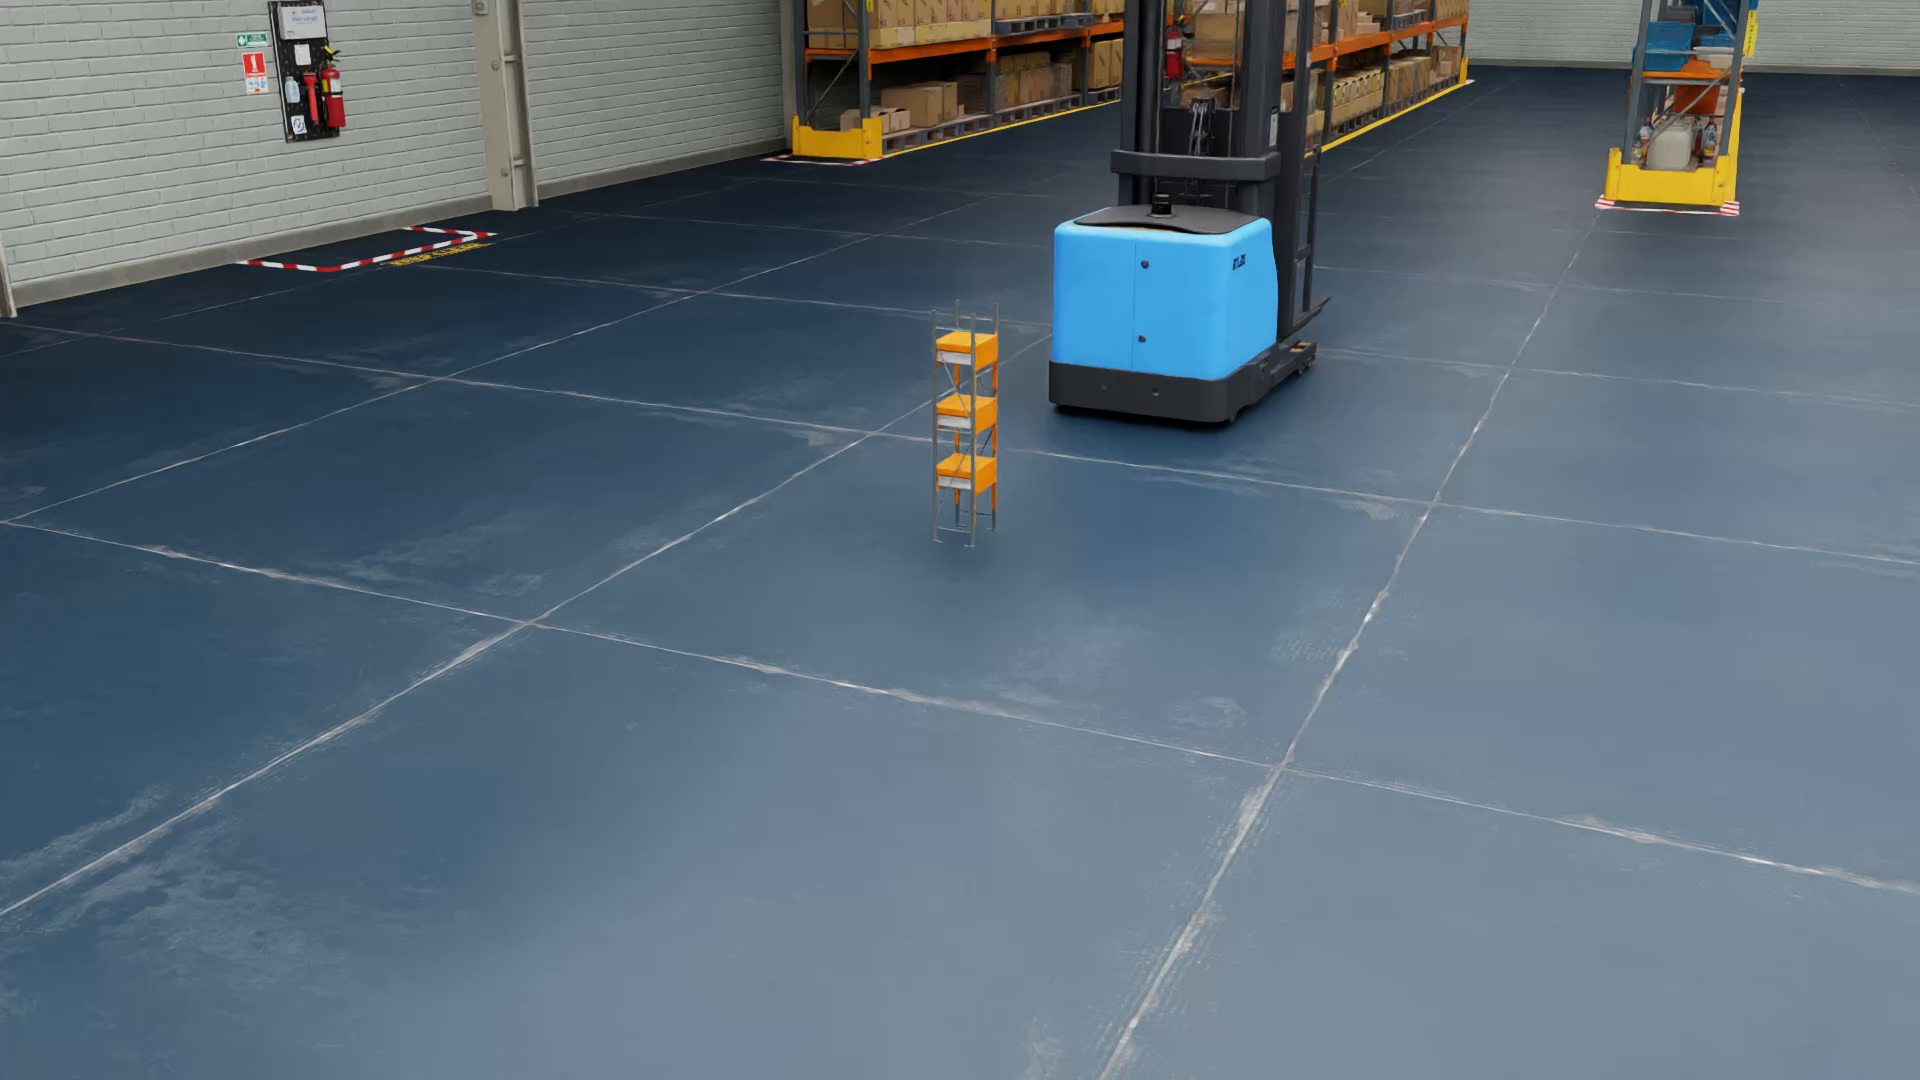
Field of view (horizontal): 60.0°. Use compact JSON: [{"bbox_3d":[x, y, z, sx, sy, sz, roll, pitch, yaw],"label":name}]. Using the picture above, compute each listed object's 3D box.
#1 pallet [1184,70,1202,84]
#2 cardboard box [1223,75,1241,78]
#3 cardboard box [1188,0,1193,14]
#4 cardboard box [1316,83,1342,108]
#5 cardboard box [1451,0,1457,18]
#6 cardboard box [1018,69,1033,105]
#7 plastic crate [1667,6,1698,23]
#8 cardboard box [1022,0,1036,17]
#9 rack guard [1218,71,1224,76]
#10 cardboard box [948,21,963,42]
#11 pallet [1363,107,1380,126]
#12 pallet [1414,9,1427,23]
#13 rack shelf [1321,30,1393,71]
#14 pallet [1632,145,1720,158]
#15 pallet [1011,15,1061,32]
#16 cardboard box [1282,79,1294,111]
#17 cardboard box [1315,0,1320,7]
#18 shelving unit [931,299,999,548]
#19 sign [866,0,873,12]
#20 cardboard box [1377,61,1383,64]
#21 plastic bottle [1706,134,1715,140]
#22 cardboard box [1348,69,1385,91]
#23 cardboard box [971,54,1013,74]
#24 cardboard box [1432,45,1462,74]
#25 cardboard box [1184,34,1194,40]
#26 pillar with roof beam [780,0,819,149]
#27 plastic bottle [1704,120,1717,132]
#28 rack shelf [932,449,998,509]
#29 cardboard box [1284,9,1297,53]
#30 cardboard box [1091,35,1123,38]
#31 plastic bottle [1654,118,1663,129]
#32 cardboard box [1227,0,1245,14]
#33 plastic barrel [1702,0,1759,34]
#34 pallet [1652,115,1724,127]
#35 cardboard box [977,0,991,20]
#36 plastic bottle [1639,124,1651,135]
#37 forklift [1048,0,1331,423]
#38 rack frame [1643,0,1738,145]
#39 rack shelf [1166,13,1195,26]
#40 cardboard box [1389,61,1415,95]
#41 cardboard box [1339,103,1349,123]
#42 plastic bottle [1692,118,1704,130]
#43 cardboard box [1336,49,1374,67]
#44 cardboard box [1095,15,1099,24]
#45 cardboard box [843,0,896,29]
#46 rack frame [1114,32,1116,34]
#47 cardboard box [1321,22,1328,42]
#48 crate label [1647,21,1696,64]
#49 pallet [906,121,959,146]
[{"bbox_3d":[4.187,-9.275,33.233,1.003,0.211,1.213,9,21,23],"label":"pallet"},{"bbox_3d":[3.666,-5.720,21.433,0.500,0.500,0.500,9,21,23],"label":"cardboard box"},{"bbox_3d":[4.136,-10.744,32.755,0.980,0.700,0.700,7,21,20],"label":"cardboard box"},{"bbox_3d":[4.948,-6.127,22.861,0.500,0.311,0.500,9,21,23],"label":"cardboard box"},{"bbox_3d":[8.905,-9.945,30.807,0.500,0.500,0.500,8,21,22],"label":"cardboard box"},{"bbox_3d":[0.728,-7.119,26.084,0.700,0.500,0.500,9,21,23],"label":"cardboard box"},{"bbox_3d":[9.766,-6.989,22.548,0.402,0.464,0.583,9,21,23],"label":"plastic crate"},{"bbox_3d":[0.746,-8.328,25.603,0.700,0.500,0.500,12,23,30],"label":"cardboard box"},{"bbox_3d":[4.954,-10.045,34.968,1.175,0.500,0.348,9,21,23],"label":"rack guard"},{"bbox_3d":[-0.290,-6.992,22.848,0.500,0.250,0.500,8,21,22],"label":"cardboard box"},{"bbox_3d":[5.817,-6.531,25.519,1.003,0.211,1.213,9,21,23],"label":"pallet"},{"bbox_3d":[7.400,-8.994,28.570,1.003,0.211,1.213,9,21,23],"label":"pallet"},{"bbox_3d":[5.370,-7.141,24.145,1.077,0.370,4.000,9,21,23],"label":"rack shelf"},{"bbox_3d":[8.756,-4.674,20.297,1.003,0.211,1.213,9,21,23],"label":"pallet"},{"bbox_3d":[0.895,-8.069,25.967,1.003,0.211,1.213,9,21,23],"label":"pallet"},{"bbox_3d":[3.953,-5.493,20.796,0.500,0.500,0.500,9,21,23],"label":"cardboard box"},{"bbox_3d":[4.427,-6.953,21.426,0.380,0.149,0.250,8,21,21],"label":"cardboard box"},{"bbox_3d":[0.022,-0.511,7.339,0.215,1.050,0.252,9,21,23],"label":"shelving unit"},{"bbox_3d":[-1.112,-6.658,20.421,0.100,0.325,0.005,9,21,23],"label":"sign"},{"bbox_3d":[6.780,-7.758,27.882,0.500,0.500,0.500,8,21,21],"label":"cardboard box"},{"bbox_3d":[8.639,-4.534,19.155,0.097,0.271,0.097,0,20,0],"label":"plastic bottle"},{"bbox_3d":[6.199,-7.064,25.495,0.500,0.311,0.500,9,22,24],"label":"cardboard box"},{"bbox_3d":[0.494,-7.292,25.452,0.500,0.250,0.500,8,21,22],"label":"cardboard box"},{"bbox_3d":[9.467,-9.366,32.403,0.500,0.500,0.500,9,21,23],"label":"cardboard box"},{"bbox_3d":[4.759,-10.171,33.727,0.380,0.149,0.250,9,22,24],"label":"cardboard box"},{"bbox_3d":[1.817,-8.893,19.045,9.100,9.000,0.400,9,21,23],"label":"pillar with roof beam"},{"bbox_3d":[8.989,-4.852,19.932,0.144,0.351,0.185,7,21,20],"label":"plastic bottle"},{"bbox_3d":[0.022,-0.239,7.436,0.215,0.259,0.240,9,21,23],"label":"rack shelf"},{"bbox_3d":[3.748,-6.307,20.579,0.700,0.500,0.500,9,22,24],"label":"cardboard box"},{"bbox_3d":[2.798,-8.689,30.006,0.750,0.750,0.750,9,22,24],"label":"cardboard box"},{"bbox_3d":[8.491,-4.937,20.172,0.144,0.351,0.185,9,21,23],"label":"plastic bottle"},{"bbox_3d":[3.270,-6.089,18.996,0.380,0.149,0.250,8,21,22],"label":"cardboard box"},{"bbox_3d":[9.503,-6.500,20.523,0.600,0.901,0.708,9,21,23],"label":"plastic barrel"},{"bbox_3d":[10.354,-5.865,23.646,1.003,0.211,1.213,9,21,23],"label":"pallet"},{"bbox_3d":[0.119,-7.652,23.584,0.500,0.500,0.500,8,21,23],"label":"cardboard box"},{"bbox_3d":[8.032,-4.713,19.540,0.144,0.351,0.185,10,22,25],"label":"plastic bottle"},{"bbox_3d":[1.611,-2.471,10.043,1.130,2.935,3.031,9,22,25],"label":"forklift"},{"bbox_3d":[9.069,-6.188,20.391,1.000,3.000,0.127,9,21,23],"label":"rack frame"},{"bbox_3d":[4.125,-10.265,32.930,1.077,0.370,4.000,9,21,23],"label":"rack shelf"},{"bbox_3d":[7.265,-7.695,27.702,0.500,0.500,0.500,8,21,21],"label":"cardboard box"},{"bbox_3d":[5.153,-6.016,23.386,0.500,0.250,0.500,9,22,24],"label":"cardboard box"},{"bbox_3d":[8.936,-4.930,20.152,0.144,0.351,0.185,9,21,23],"label":"plastic bottle"},{"bbox_3d":[6.377,-7.810,26.908,0.500,0.250,0.500,9,22,25],"label":"cardboard box"},{"bbox_3d":[2.126,-8.806,28.098,0.380,0.149,0.250,9,21,23],"label":"cardboard box"},{"bbox_3d":[-1.138,-6.721,20.966,0.500,0.500,0.500,9,21,23],"label":"cardboard box"},{"bbox_3d":[3.306,-9.993,31.090,1.000,3.000,0.127,9,21,23],"label":"rack frame"},{"bbox_3d":[4.713,-6.954,22.771,0.500,0.250,0.500,10,22,26],"label":"cardboard box"},{"bbox_3d":[7.938,-5.581,18.634,0.502,0.435,0.616,9,21,23],"label":"crate label"},{"bbox_3d":[-0.711,-5.649,23.038,1.003,0.211,1.213,9,21,23],"label":"pallet"}]
